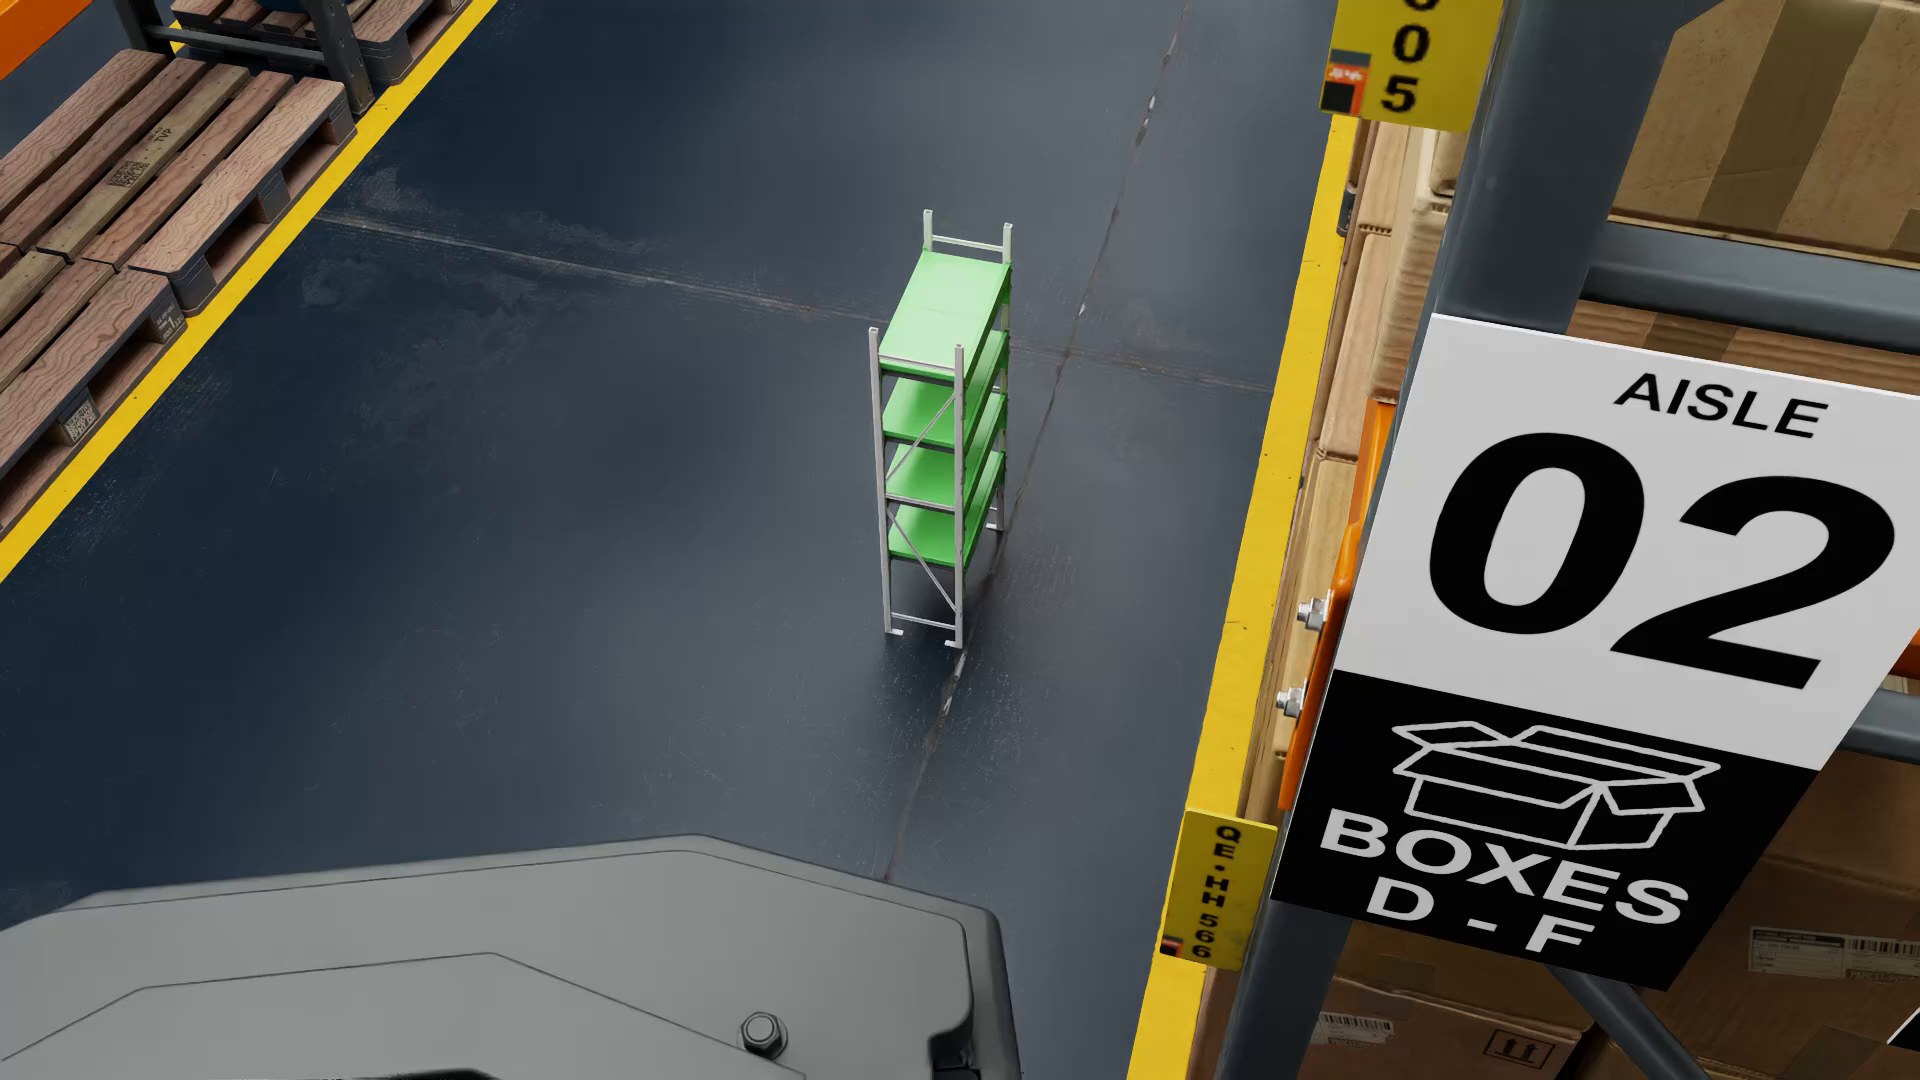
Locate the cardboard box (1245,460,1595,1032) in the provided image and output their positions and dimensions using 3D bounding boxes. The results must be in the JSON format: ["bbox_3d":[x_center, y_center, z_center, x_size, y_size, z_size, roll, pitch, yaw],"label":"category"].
[{"bbox_3d":[0.674,0.278,2.270,0.500,0.500,0.500,11,50,10],"label":"cardboard box"}]

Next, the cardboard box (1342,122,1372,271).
[{"bbox_3d":[1.213,-0.861,3.942,0.500,0.500,0.500,11,50,10],"label":"cardboard box"}]

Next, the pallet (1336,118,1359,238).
[{"bbox_3d":[2.053,-1.548,6.475,1.003,0.211,1.213,12,50,10],"label":"pallet"}]

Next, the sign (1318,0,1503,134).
[{"bbox_3d":[0.292,-0.391,1.003,0.100,0.325,0.005,12,50,10],"label":"sign"}]

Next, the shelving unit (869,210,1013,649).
[{"bbox_3d":[-0.044,-0.277,4.694,0.258,1.200,0.503,12,50,10],"label":"shelving unit"}]

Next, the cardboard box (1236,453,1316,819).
[{"bbox_3d":[0.811,0.232,2.978,0.500,0.500,0.500,12,50,10],"label":"cardboard box"}]

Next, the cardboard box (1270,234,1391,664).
[{"bbox_3d":[0.807,-0.087,2.593,0.500,0.500,0.500,13,50,11],"label":"cardboard box"}]

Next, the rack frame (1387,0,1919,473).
[{"bbox_3d":[0.823,-0.967,0.101,1.000,3.000,0.127,12,50,10],"label":"rack frame"}]

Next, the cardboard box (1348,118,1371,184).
[{"bbox_3d":[1.729,-1.607,6.041,0.500,0.500,0.500,11,50,10],"label":"cardboard box"}]

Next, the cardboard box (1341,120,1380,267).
[{"bbox_3d":[1.074,-0.835,3.253,0.500,0.500,0.500,13,50,11],"label":"cardboard box"}]

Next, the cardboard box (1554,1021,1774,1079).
[{"bbox_3d":[1.194,0.716,2.550,0.500,0.500,0.500,13,50,11],"label":"cardboard box"}]

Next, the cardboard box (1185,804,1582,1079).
[{"bbox_3d":[0.678,0.608,2.646,0.500,0.500,0.500,13,50,11],"label":"cardboard box"}]

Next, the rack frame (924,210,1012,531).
[{"bbox_3d":[0.021,-0.454,4.850,0.240,1.200,0.015,12,50,10],"label":"rack frame"}]

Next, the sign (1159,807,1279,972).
[{"bbox_3d":[0.292,0.407,1.907,0.100,0.325,0.005,12,50,10],"label":"sign"}]

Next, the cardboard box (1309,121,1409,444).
[{"bbox_3d":[0.939,-0.463,2.925,0.500,0.500,0.500,13,50,11],"label":"cardboard box"}]

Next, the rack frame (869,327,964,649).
[{"bbox_3d":[-0.108,-0.101,4.539,0.240,1.200,0.015,12,50,10],"label":"rack frame"}]

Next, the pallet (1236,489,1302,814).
[{"bbox_3d":[1.375,0.430,4.730,1.003,0.211,1.213,12,50,10],"label":"pallet"}]

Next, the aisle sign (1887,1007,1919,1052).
[{"bbox_3d":[1.088,0.265,1.281,0.394,0.787,0.004,12,50,10],"label":"aisle sign"}]

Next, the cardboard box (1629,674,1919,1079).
[{"bbox_3d":[1.194,0.385,2.176,0.500,0.500,0.500,13,50,11],"label":"cardboard box"}]

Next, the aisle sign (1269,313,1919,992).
[{"bbox_3d":[0.509,0.147,1.386,0.394,0.787,0.004,12,50,10],"label":"aisle sign"}]

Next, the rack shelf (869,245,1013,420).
[{"bbox_3d":[-0.044,-0.553,4.383,0.258,0.148,0.480,12,50,10],"label":"rack shelf"}]

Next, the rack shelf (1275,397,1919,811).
[{"bbox_3d":[1.349,-1.183,2.772,1.077,0.370,4.000,12,50,10],"label":"rack shelf"}]

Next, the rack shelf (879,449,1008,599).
[{"bbox_3d":[-0.044,-0.076,4.922,0.258,0.148,0.480,12,50,10],"label":"rack shelf"}]

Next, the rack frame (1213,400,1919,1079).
[{"bbox_3d":[0.823,1.018,2.351,1.000,3.000,0.127,12,50,10],"label":"rack frame"}]

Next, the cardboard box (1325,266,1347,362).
[{"bbox_3d":[1.080,-0.493,3.617,0.500,0.500,0.500,11,49,10],"label":"cardboard box"}]

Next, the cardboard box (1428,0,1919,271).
[{"bbox_3d":[0.712,-0.512,1.467,0.500,0.250,0.500,12,50,10],"label":"cardboard box"}]

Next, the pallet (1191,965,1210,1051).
[{"bbox_3d":[1.052,1.309,3.954,1.003,0.211,1.213,12,50,10],"label":"pallet"}]

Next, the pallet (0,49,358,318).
[{"bbox_3d":[-3.058,-1.393,6.338,1.003,0.211,1.213,12,50,10],"label":"pallet"}]

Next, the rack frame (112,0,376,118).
[{"bbox_3d":[-2.902,-2.855,5.769,1.000,3.000,0.127,12,50,10],"label":"rack frame"}]

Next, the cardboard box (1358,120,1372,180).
[{"bbox_3d":[1.347,-1.222,4.261,0.500,0.500,0.500,12,50,11],"label":"cardboard box"}]

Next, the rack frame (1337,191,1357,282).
[{"bbox_3d":[1.875,-1.875,4.904,1.000,3.000,0.127,12,50,10],"label":"rack frame"}]

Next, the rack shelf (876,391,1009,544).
[{"bbox_3d":[-0.044,-0.235,4.742,0.258,0.148,0.480,12,50,10],"label":"rack shelf"}]

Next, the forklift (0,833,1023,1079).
[{"bbox_3d":[-0.346,1.742,1.758,1.130,2.935,3.031,-5,49,-4],"label":"forklift"}]

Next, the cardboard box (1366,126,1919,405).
[{"bbox_3d":[0.703,-0.348,1.656,0.500,0.250,0.500,12,50,10],"label":"cardboard box"}]

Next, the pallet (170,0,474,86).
[{"bbox_3d":[-2.659,-2.482,7.300,1.003,0.211,1.213,12,50,10],"label":"pallet"}]

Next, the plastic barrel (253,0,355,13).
[{"bbox_3d":[-2.743,-2.690,6.743,0.600,0.901,0.708,12,50,10],"label":"plastic barrel"}]

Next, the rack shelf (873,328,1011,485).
[{"bbox_3d":[-0.044,-0.394,4.562,0.258,0.148,0.480,12,50,10],"label":"rack shelf"}]

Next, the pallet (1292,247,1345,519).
[{"bbox_3d":[1.694,-0.456,5.511,1.003,0.211,1.213,12,50,10],"label":"pallet"}]

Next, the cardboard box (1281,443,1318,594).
[{"bbox_3d":[0.948,-0.128,3.296,0.500,0.500,0.500,12,50,10],"label":"cardboard box"}]

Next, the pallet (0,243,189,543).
[{"bbox_3d":[-3.378,-0.508,5.557,1.003,0.211,1.213,12,50,10],"label":"pallet"}]
